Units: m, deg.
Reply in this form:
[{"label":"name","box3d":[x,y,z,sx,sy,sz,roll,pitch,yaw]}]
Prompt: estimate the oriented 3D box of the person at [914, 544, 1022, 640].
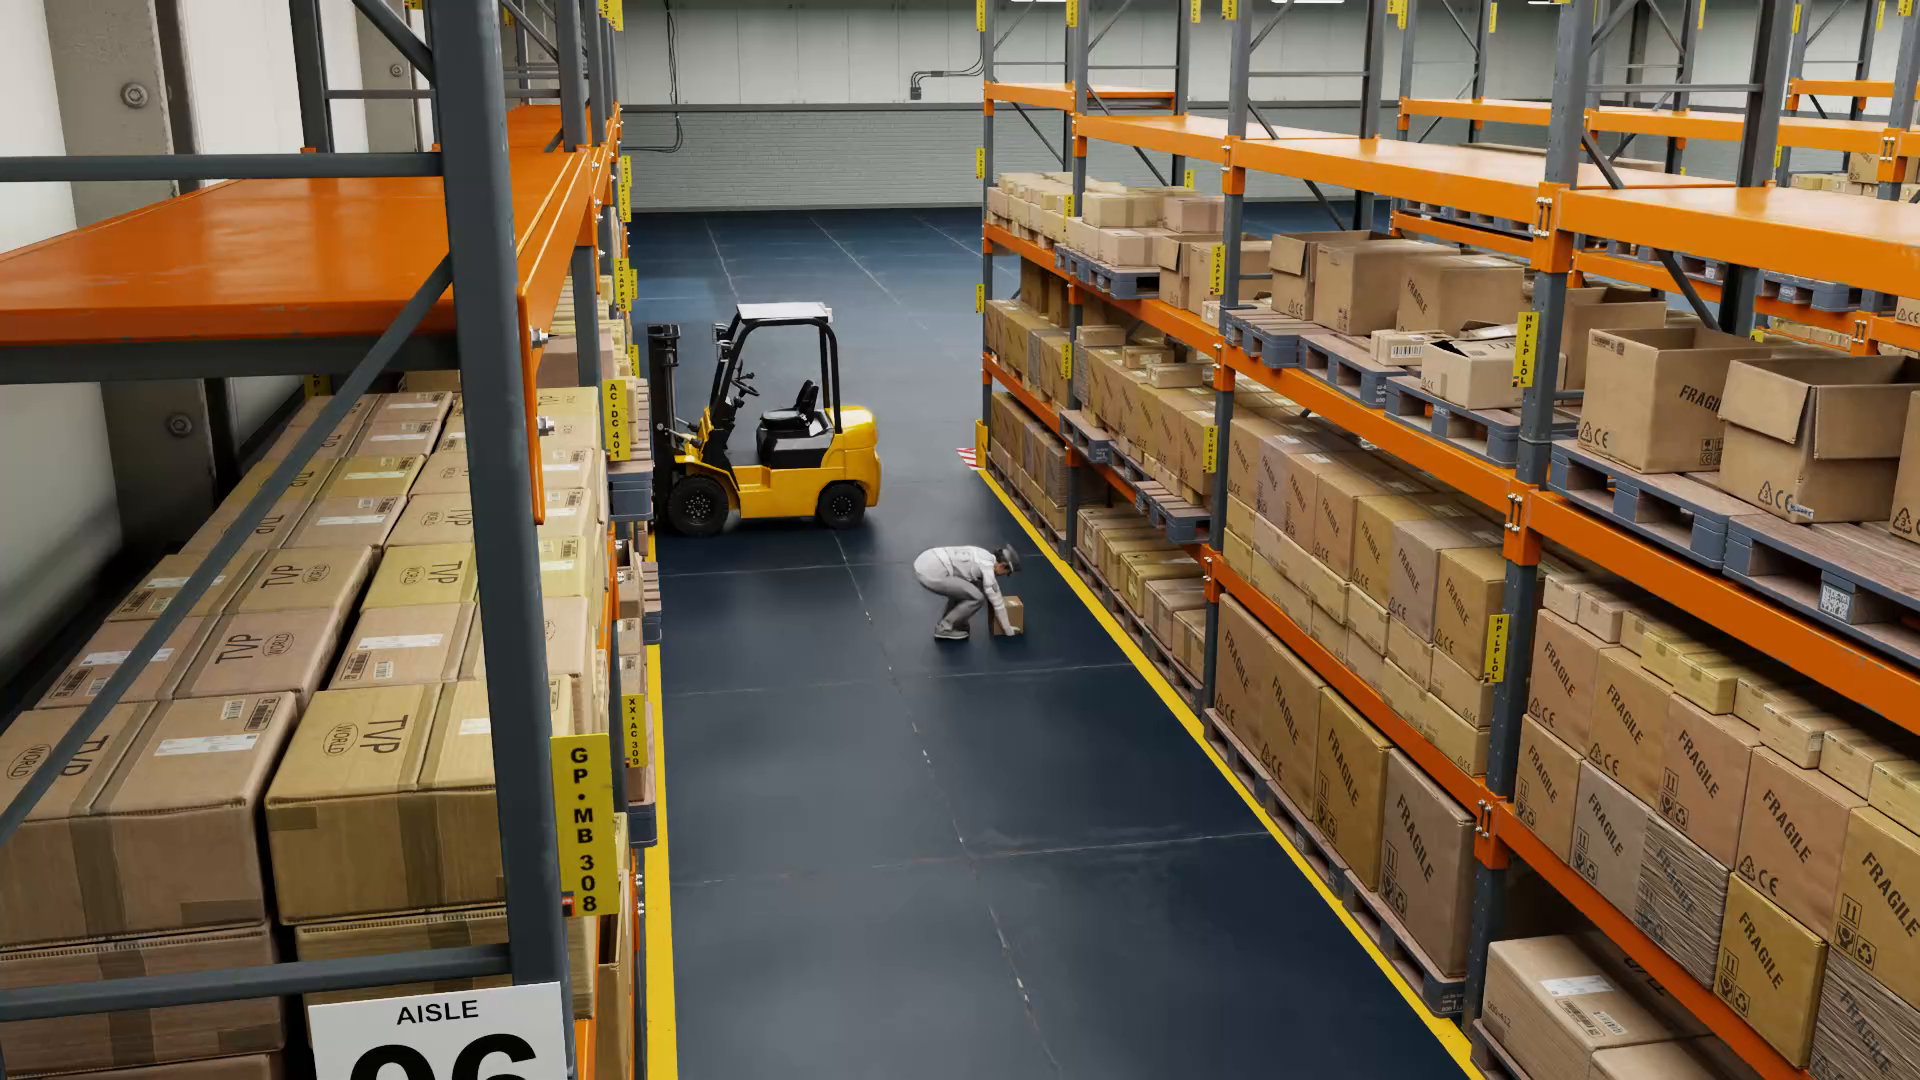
[{"label":"person","box3d":[0.076,0.422,13.761,0.913,0.759,0.444,-4,17,-12]}]
